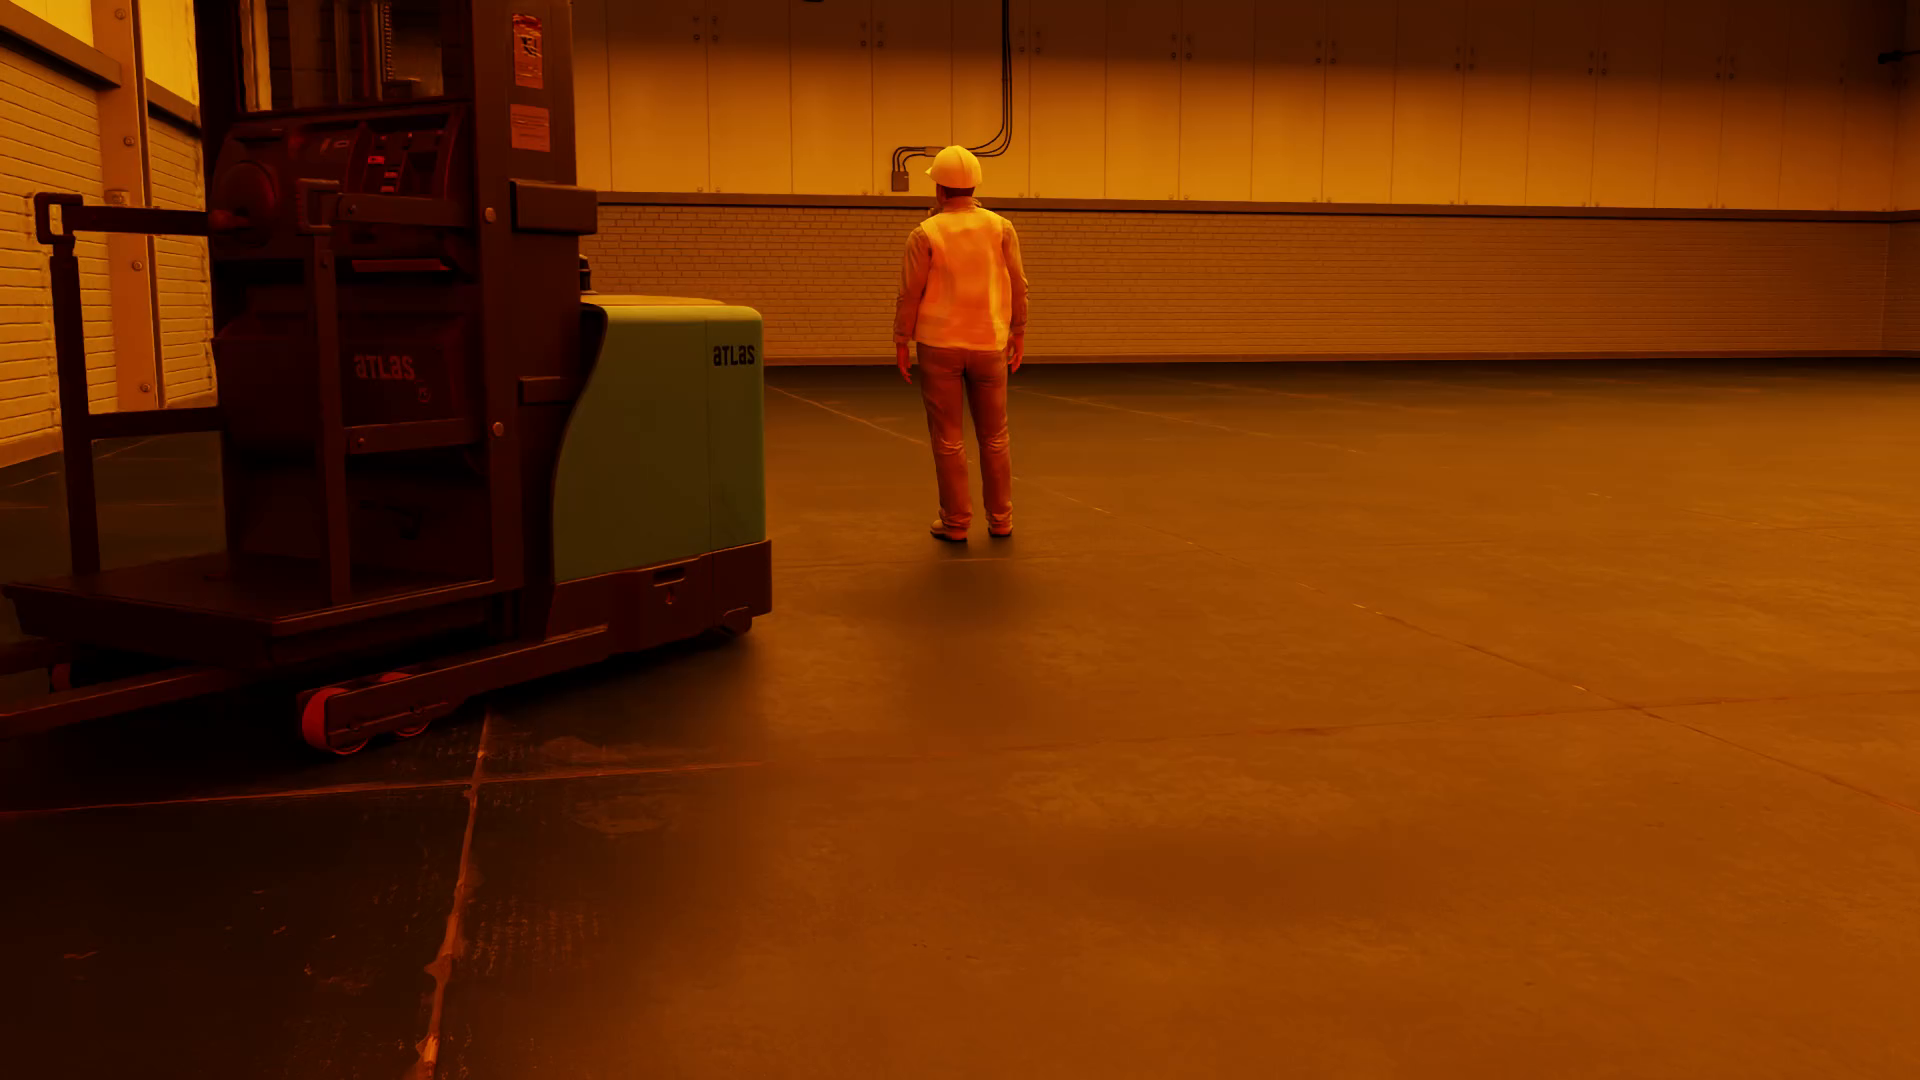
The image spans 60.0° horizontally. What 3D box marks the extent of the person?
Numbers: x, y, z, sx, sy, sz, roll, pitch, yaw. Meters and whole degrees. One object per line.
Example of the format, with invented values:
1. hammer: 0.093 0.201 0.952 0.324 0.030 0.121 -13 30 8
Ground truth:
1. person: -0.006 -0.894 7.645 0.632 1.773 0.568 -2 8 -13

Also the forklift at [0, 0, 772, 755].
1. forklift: -1.792 -1.004 4.310 1.130 2.935 3.031 5 9 29
